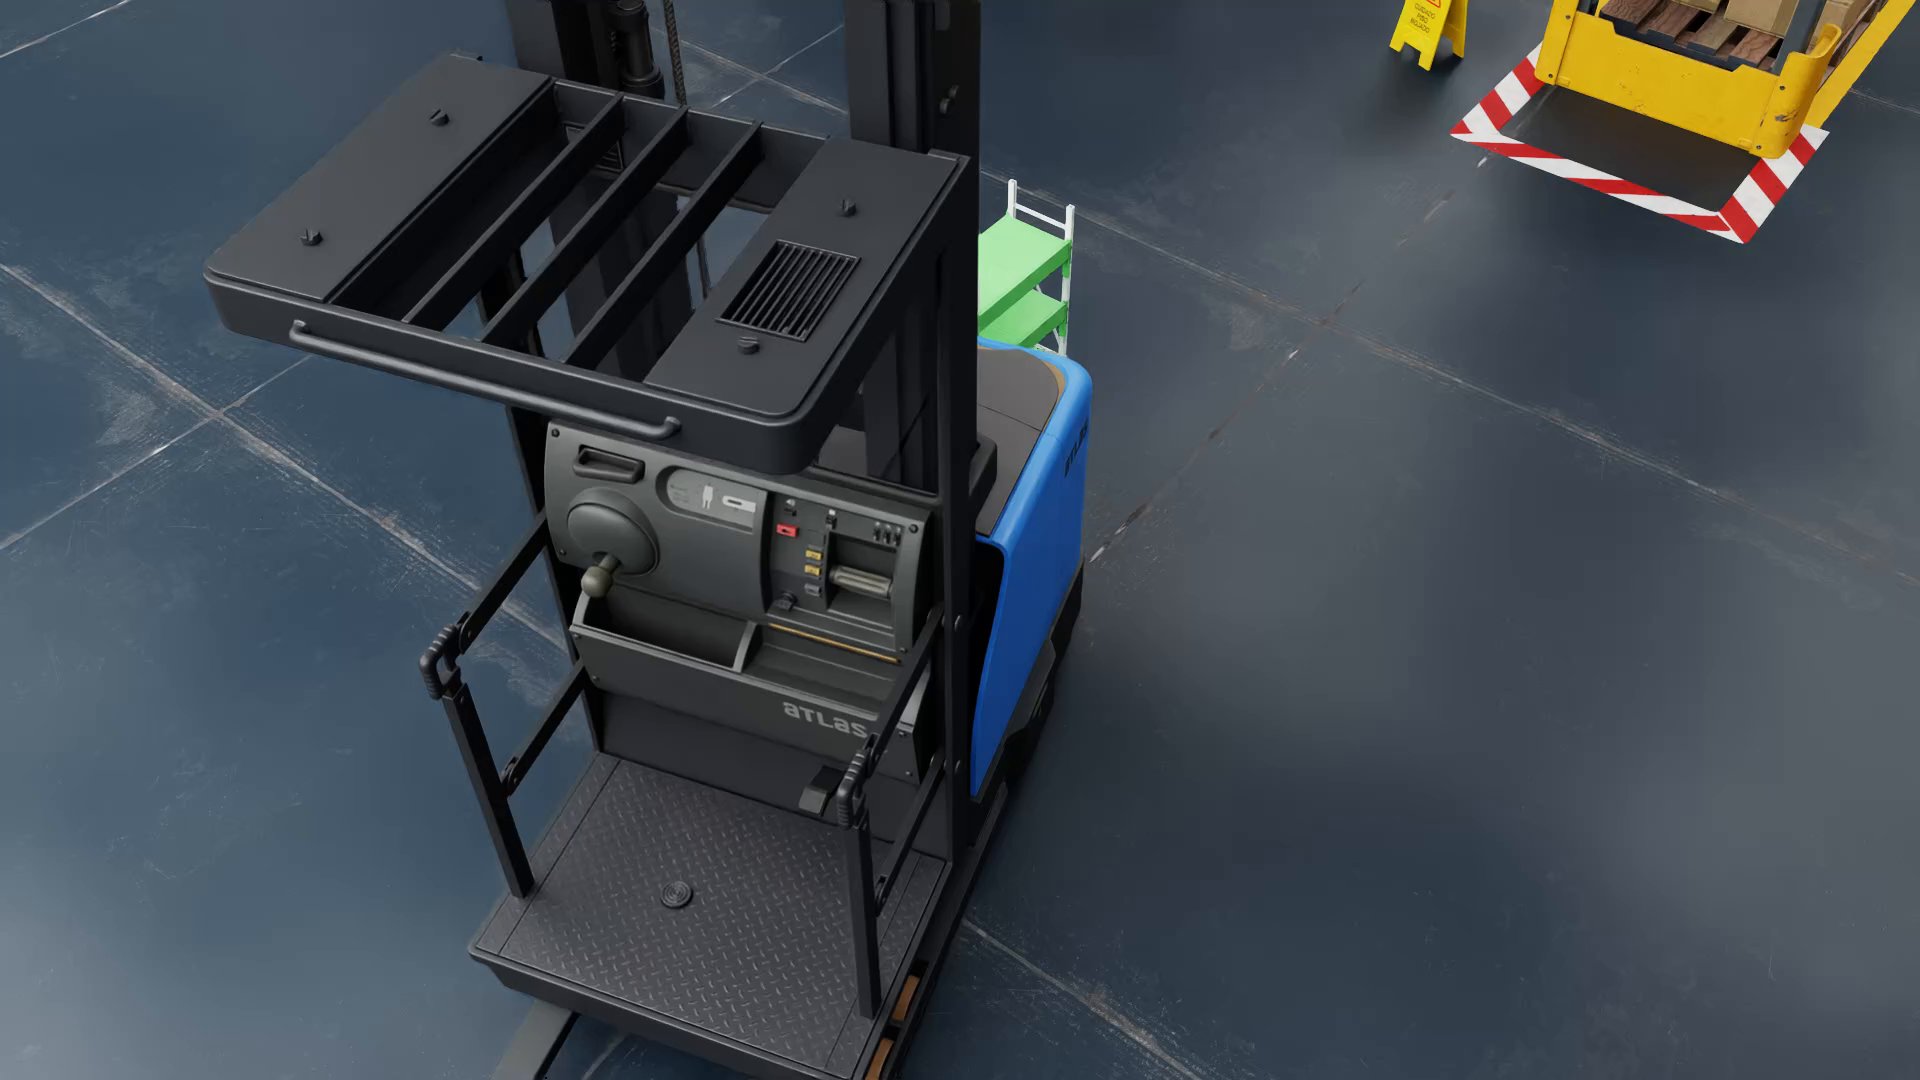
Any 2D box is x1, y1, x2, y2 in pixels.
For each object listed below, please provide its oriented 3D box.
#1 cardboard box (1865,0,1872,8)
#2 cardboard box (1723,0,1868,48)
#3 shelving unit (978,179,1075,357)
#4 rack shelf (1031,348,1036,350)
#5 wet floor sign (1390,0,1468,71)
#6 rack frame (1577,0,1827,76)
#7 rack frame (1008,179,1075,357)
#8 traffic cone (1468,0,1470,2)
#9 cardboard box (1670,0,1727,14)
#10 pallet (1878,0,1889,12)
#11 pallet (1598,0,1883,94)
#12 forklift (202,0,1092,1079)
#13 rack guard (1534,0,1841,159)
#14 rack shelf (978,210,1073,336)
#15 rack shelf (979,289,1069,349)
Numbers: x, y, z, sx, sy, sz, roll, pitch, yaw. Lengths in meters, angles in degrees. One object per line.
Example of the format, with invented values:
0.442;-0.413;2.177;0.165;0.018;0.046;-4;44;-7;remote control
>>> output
4.234;-2.840;7.999;0.500;0.250;0.500;31;54;26;cardboard box
3.916;-2.551;7.723;0.500;0.250;0.500;29;53;25;cardboard box
0.101;-0.509;5.407;0.258;1.200;0.503;29;53;25;shelving unit
0.101;-0.465;5.453;0.258;0.148;0.480;29;53;25;rack shelf
2.241;-2.567;7.756;0.232;0.644;0.267;-25;51;-22;wet floor sign
3.204;-3.016;6.557;1.000;3.000;0.127;29;53;25;rack frame
0.250;-0.649;5.540;0.240;1.200;0.015;29;53;25;rack frame
2.446;-2.956;8.254;0.336;0.463;0.334;29;53;25;traffic cone
3.500;-2.807;7.968;0.500;0.250;0.500;29;53;25;cardboard box
4.521;-3.241;8.700;1.003;0.211;1.213;29;53;25;pallet
3.775;-2.546;8.036;1.003;0.211;1.213;29;53;25;pallet
-0.594;0.099;3.629;1.130;2.935;3.031;15;48;14;forklift
3.250;-2.196;7.502;1.175;0.500;0.348;29;53;25;rack guard
0.101;-0.797;5.106;0.258;0.148;0.480;29;53;25;rack shelf
0.101;-0.631;5.279;0.258;0.148;0.480;29;53;25;rack shelf
